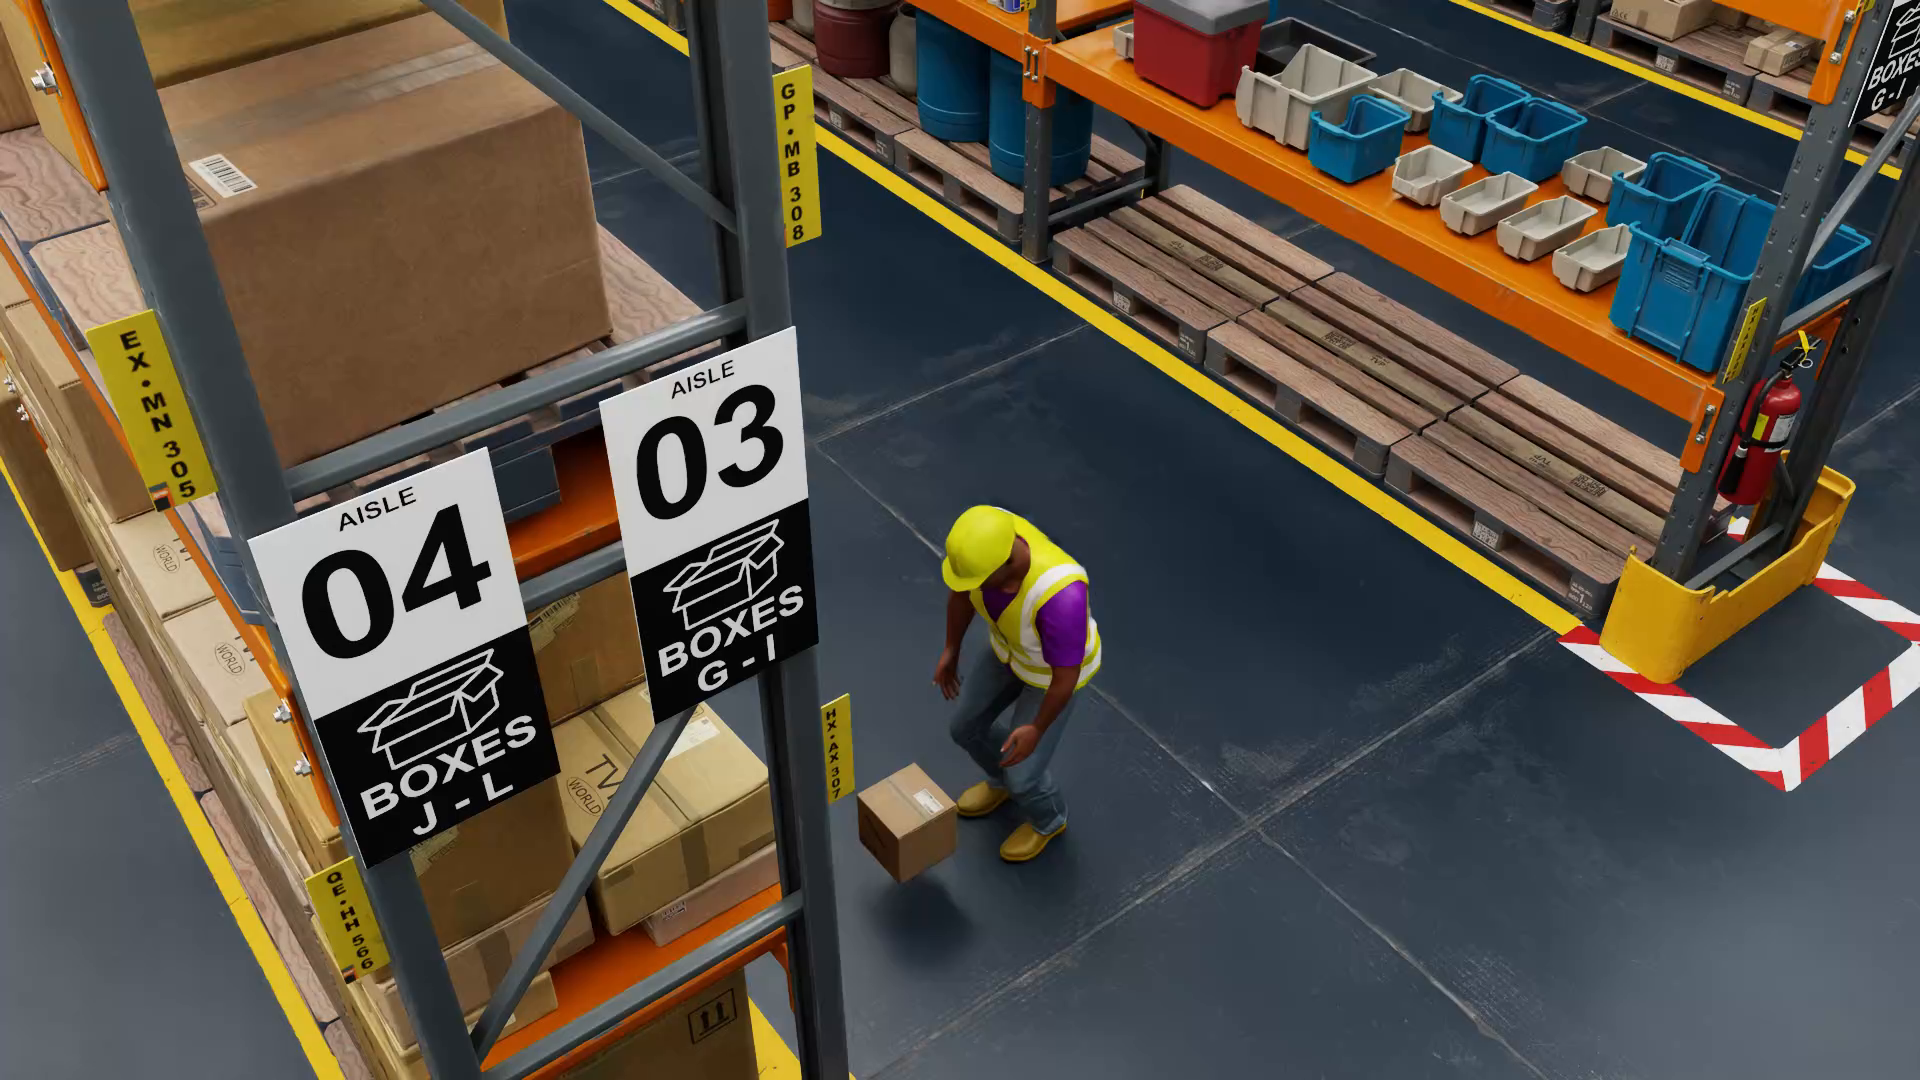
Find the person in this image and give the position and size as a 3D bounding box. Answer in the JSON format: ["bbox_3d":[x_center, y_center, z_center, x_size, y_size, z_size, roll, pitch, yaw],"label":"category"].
[{"bbox_3d":[0.198,0.465,5.706,0.599,1.613,0.616,-26,46,-27],"label":"person"}]
